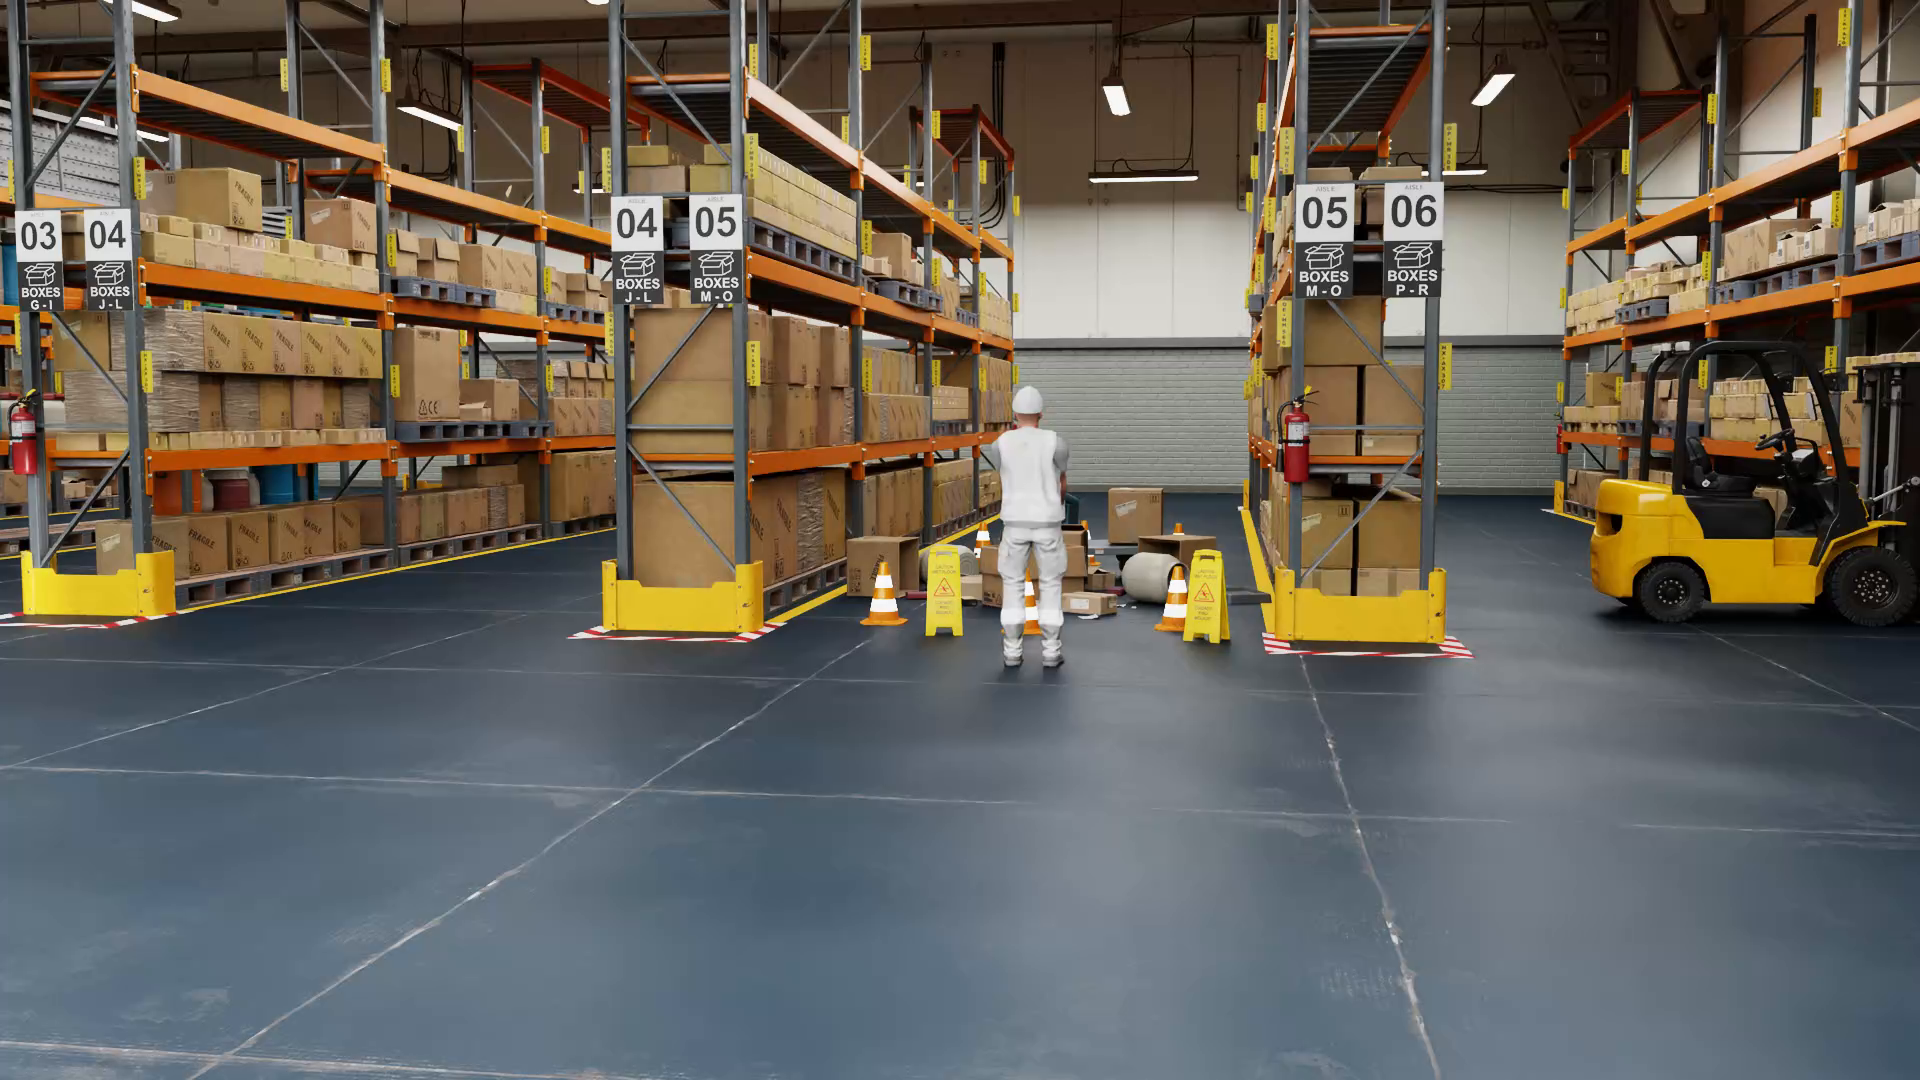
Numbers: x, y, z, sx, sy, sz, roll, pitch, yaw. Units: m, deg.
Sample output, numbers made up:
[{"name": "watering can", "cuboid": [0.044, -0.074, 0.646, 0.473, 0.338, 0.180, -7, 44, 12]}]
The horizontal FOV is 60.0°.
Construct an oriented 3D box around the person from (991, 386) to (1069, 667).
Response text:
[{"name": "person", "cuboid": [0.464, -0.095, 10.705, 0.493, 1.782, 0.563, 1, 4, 9]}]
